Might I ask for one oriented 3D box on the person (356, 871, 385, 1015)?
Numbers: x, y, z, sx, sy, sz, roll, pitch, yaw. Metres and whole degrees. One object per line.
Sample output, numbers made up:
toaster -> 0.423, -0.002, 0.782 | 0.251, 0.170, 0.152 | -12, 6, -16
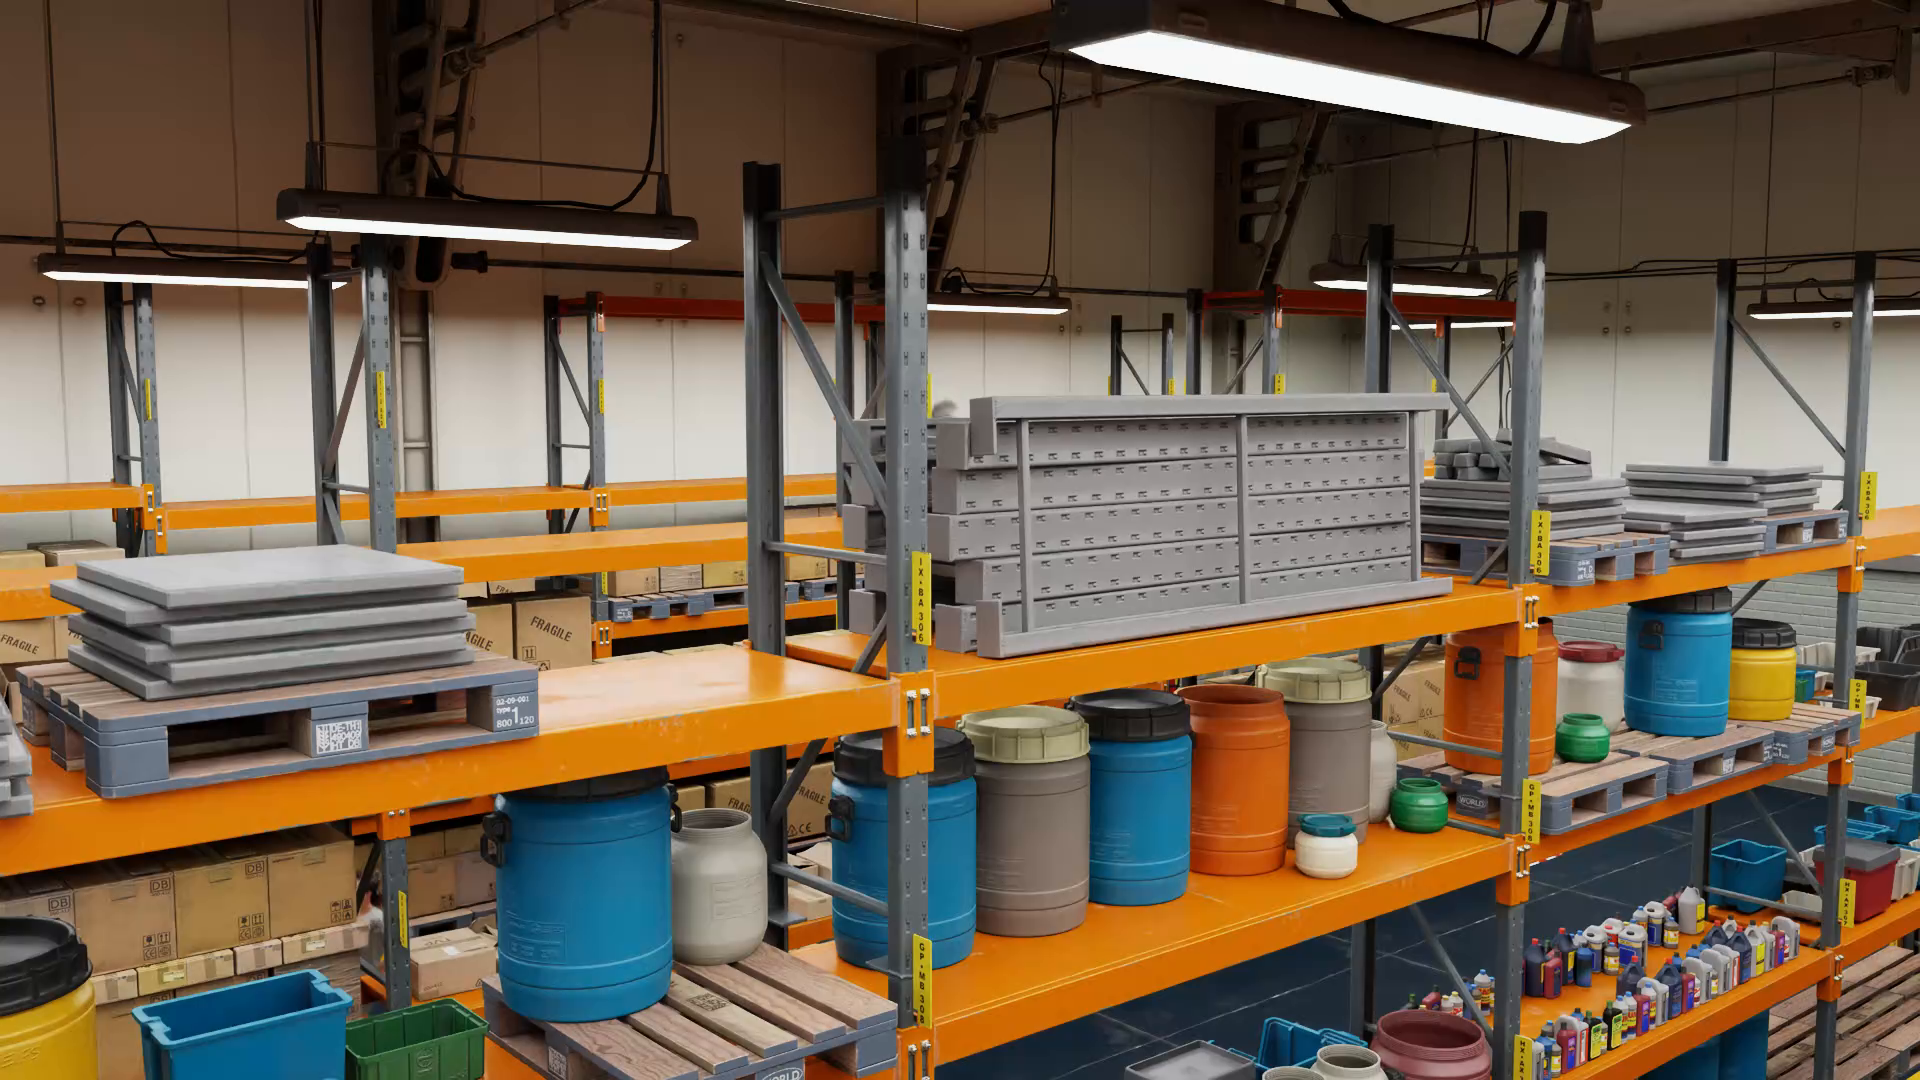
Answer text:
person -> -4.335, 3.197, 11.922 | 0.554, 1.627, 0.548 | 5, 7, 42
